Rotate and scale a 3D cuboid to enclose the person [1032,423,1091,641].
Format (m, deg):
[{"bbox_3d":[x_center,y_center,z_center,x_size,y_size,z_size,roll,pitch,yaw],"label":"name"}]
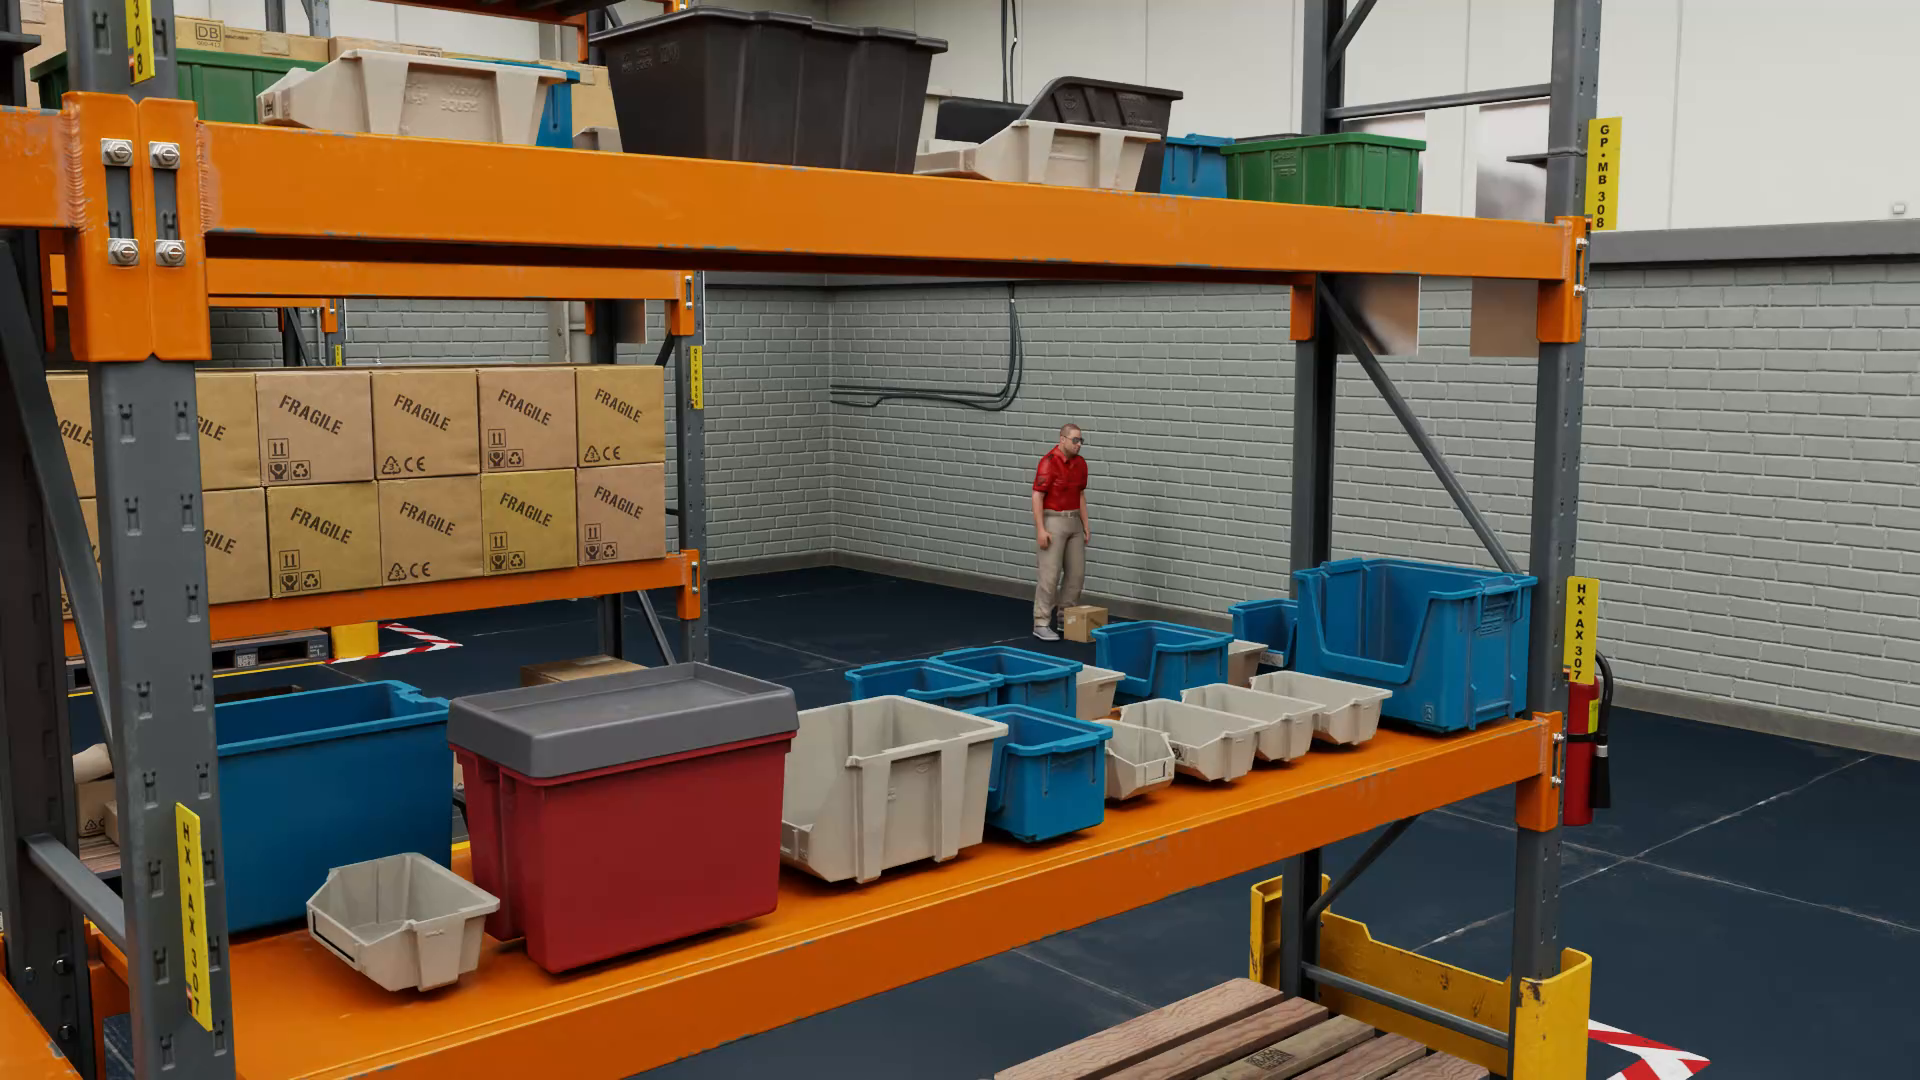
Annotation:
[{"bbox_3d":[0.829,-0.081,13.459,0.593,1.726,0.389,-7,10,-42],"label":"person"}]
